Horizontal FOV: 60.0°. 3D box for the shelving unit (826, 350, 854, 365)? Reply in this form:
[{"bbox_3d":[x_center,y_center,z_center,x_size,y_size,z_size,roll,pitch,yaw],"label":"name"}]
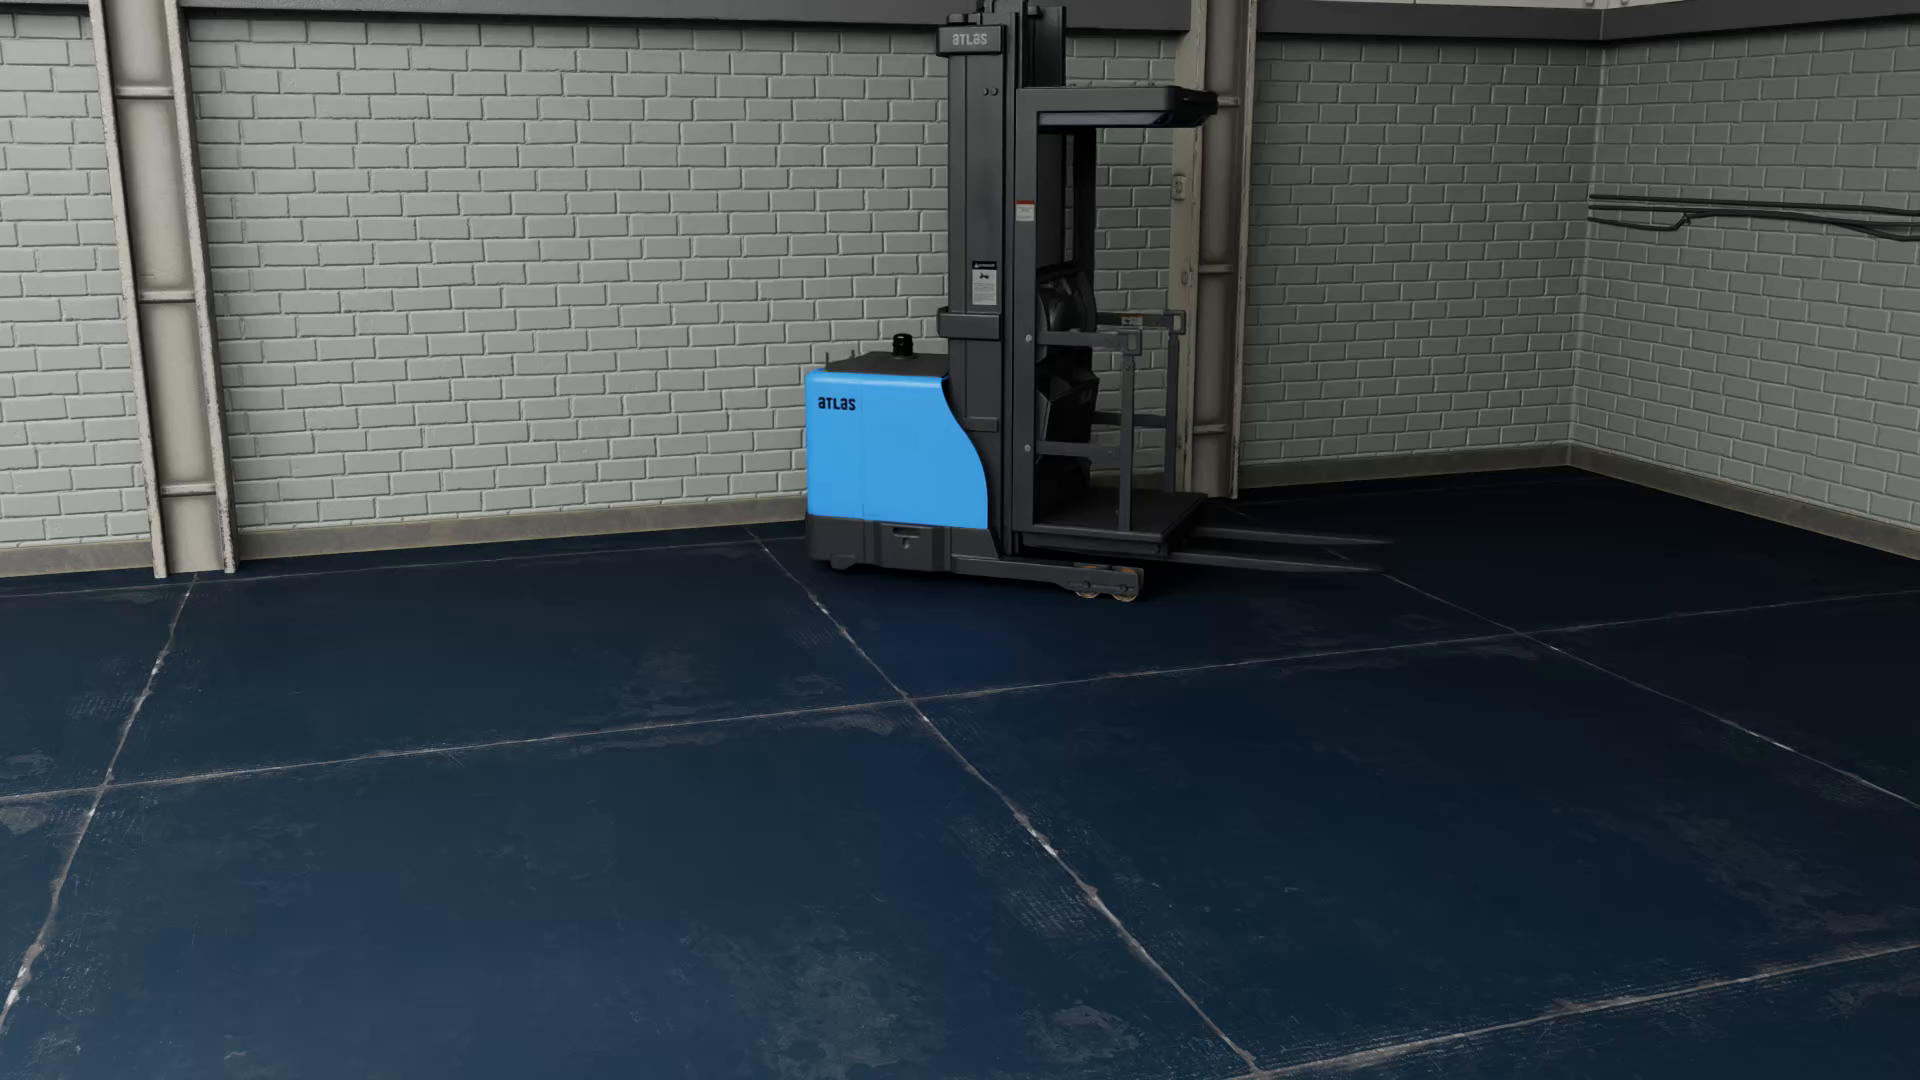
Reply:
[{"bbox_3d":[-0.631,-0.577,9.799,0.215,1.050,0.252,-10,17,-38],"label":"shelving unit"}]

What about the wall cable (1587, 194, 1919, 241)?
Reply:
[{"bbox_3d":[4.782,-3.084,9.870,0.112,2.526,3.097,-4,14,-18],"label":"wall cable"}]

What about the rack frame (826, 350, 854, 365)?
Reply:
[{"bbox_3d":[-0.707,-0.599,9.891,0.200,1.050,0.008,-10,17,-38],"label":"rack frame"}]

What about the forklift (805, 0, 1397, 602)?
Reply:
[{"bbox_3d":[0.741,-1.253,8.577,3.031,2.935,1.130,5,14,19],"label":"forklift"}]

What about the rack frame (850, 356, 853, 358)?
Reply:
[{"bbox_3d":[-0.554,-0.555,9.706,0.200,1.050,0.008,-10,17,-38],"label":"rack frame"}]

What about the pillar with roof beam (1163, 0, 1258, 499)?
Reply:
[{"bbox_3d":[2.942,-3.723,5.847,0.400,9.000,9.100,-4,14,-18],"label":"pillar with roof beam"}]

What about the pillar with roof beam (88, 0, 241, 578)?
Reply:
[{"bbox_3d":[-2.745,-3.280,3.985,0.400,9.000,9.100,-4,14,-18],"label":"pillar with roof beam"}]
